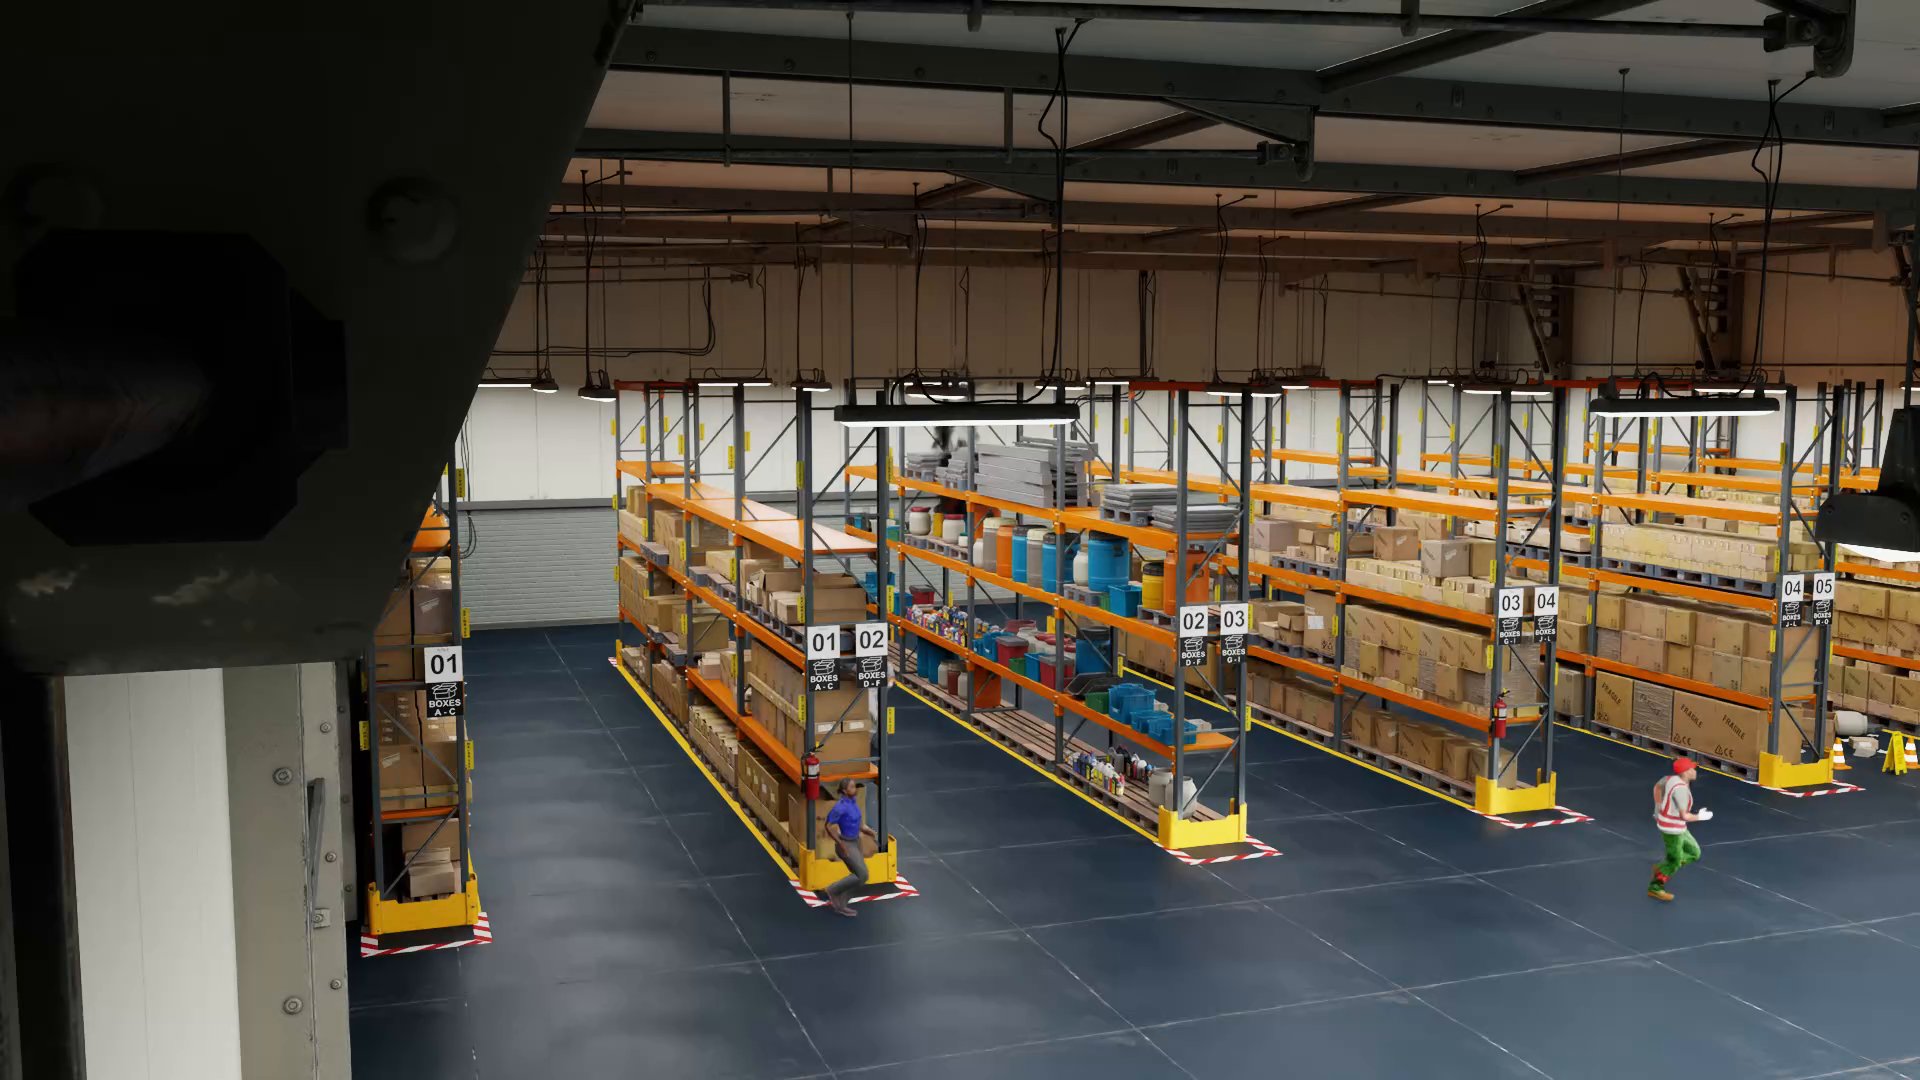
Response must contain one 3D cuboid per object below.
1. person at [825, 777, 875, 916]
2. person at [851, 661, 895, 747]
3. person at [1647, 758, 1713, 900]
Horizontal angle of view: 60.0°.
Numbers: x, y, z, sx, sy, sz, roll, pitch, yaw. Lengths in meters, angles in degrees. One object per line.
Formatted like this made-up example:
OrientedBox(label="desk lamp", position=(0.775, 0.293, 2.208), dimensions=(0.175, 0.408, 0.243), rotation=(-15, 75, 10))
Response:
OrientedBox(label="person", position=(-1.249, 3.522, 19.081), dimensions=(0.544, 1.616, 0.566), rotation=(1, 6, 13))
OrientedBox(label="person", position=(-1.391, 2.576, 27.347), dimensions=(0.709, 1.726, 0.681), rotation=(-3, 7, -27))
OrientedBox(label="person", position=(8.473, 3.398, 19.555), dimensions=(0.657, 1.728, 0.707), rotation=(2, 6, 17))
